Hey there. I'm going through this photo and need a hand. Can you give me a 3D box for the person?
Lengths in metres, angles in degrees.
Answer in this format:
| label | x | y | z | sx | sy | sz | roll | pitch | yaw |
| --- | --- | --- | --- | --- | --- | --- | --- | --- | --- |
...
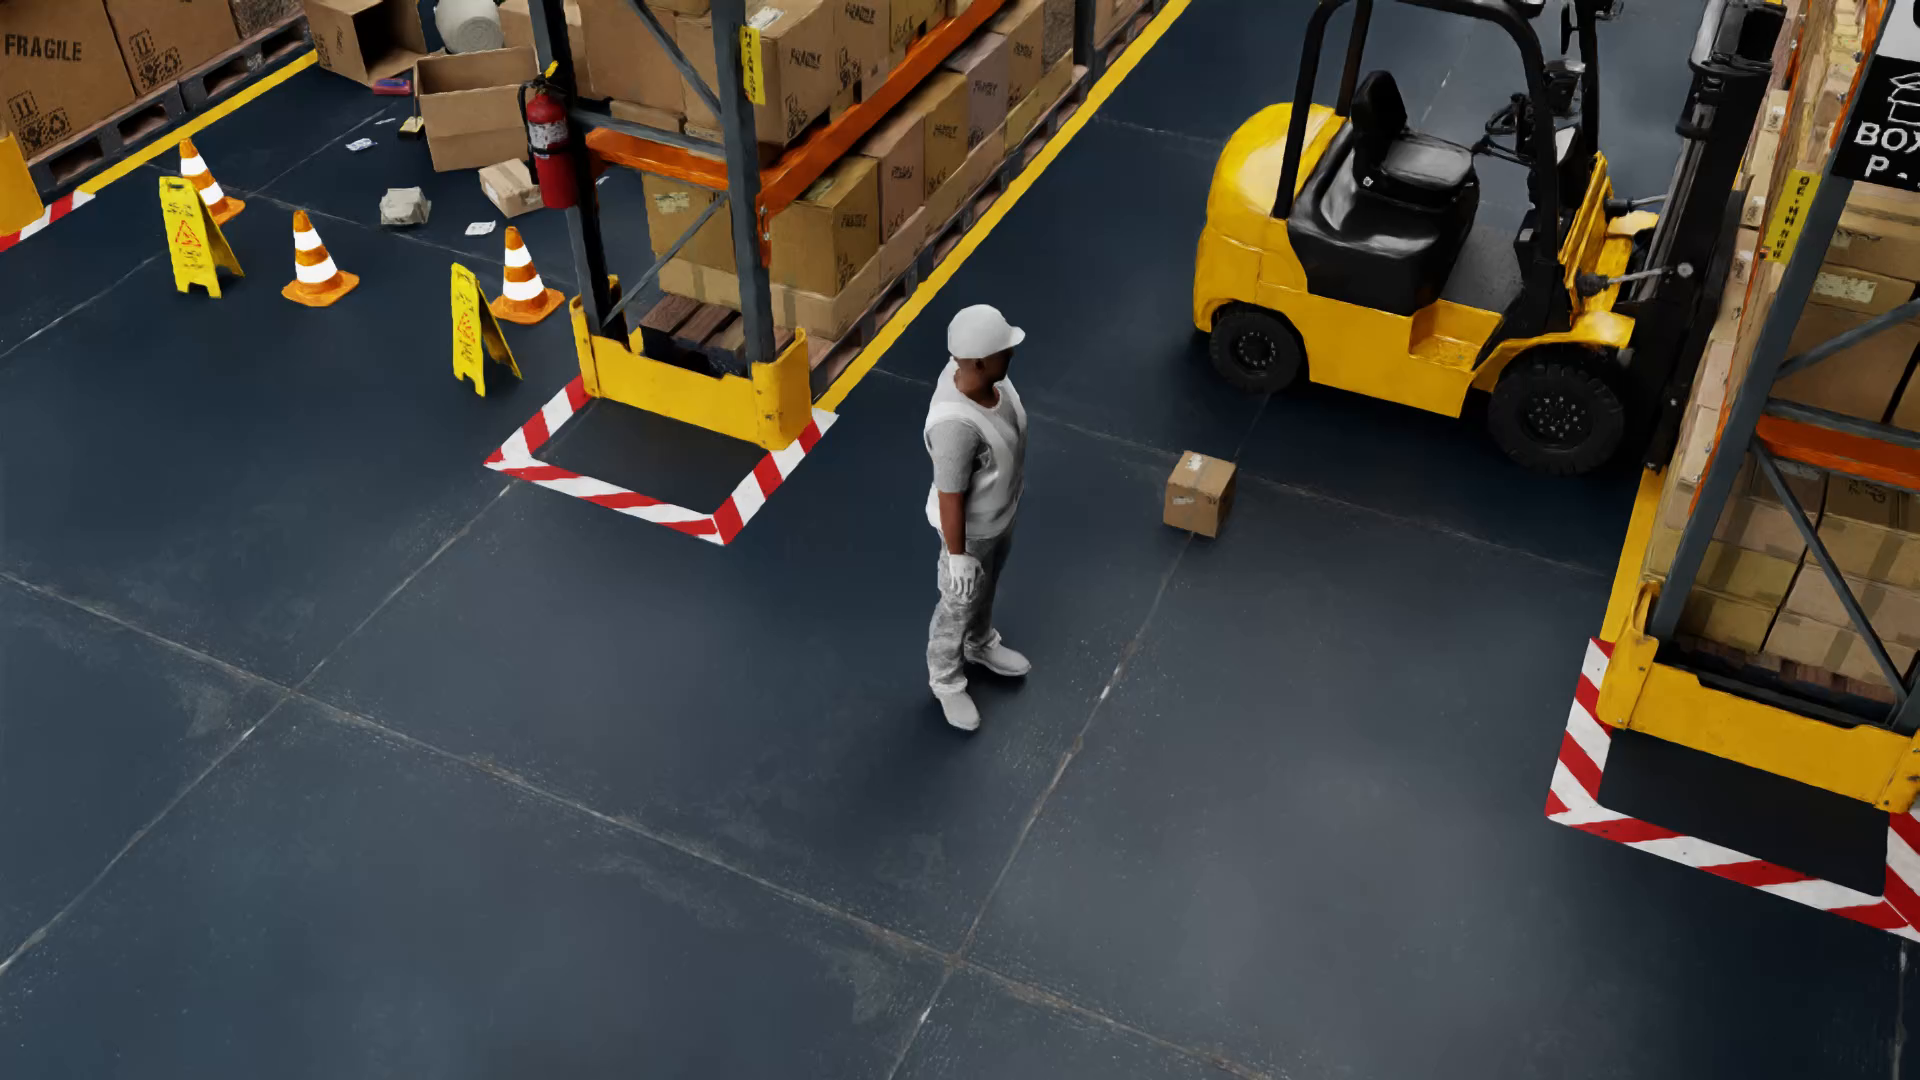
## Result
| label | x | y | z | sx | sy | sz | roll | pitch | yaw |
| --- | --- | --- | --- | --- | --- | --- | --- | --- | --- |
| person | 0.077 | -0.105 | 6.218 | 0.392 | 1.792 | 0.638 | 12 | 43 | 13 |
